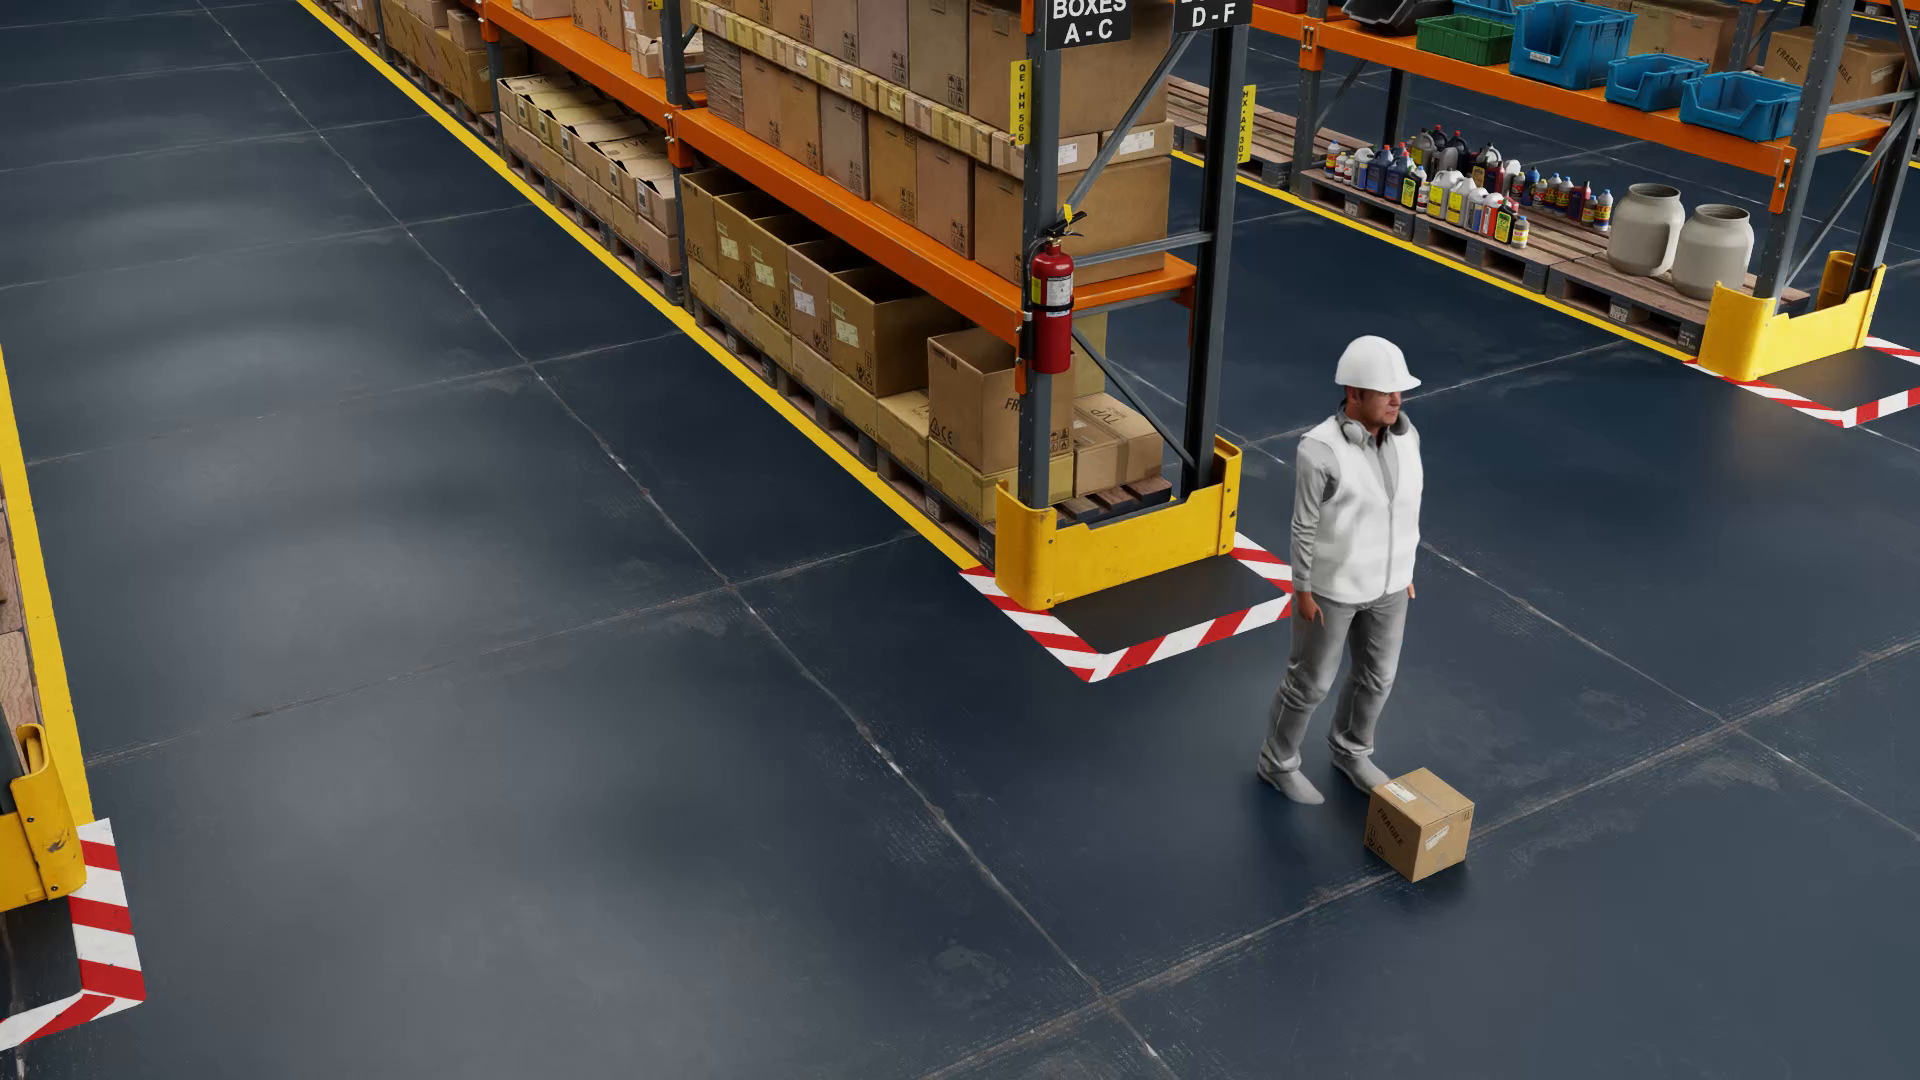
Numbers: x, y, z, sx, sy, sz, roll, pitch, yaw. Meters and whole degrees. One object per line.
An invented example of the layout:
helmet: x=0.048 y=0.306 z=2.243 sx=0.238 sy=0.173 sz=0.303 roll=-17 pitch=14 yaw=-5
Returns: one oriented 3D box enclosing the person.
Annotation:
person: x=1.395 y=0.148 z=5.864 sx=0.534 sy=1.802 sz=0.402 roll=-15 pitch=32 yaw=-25
